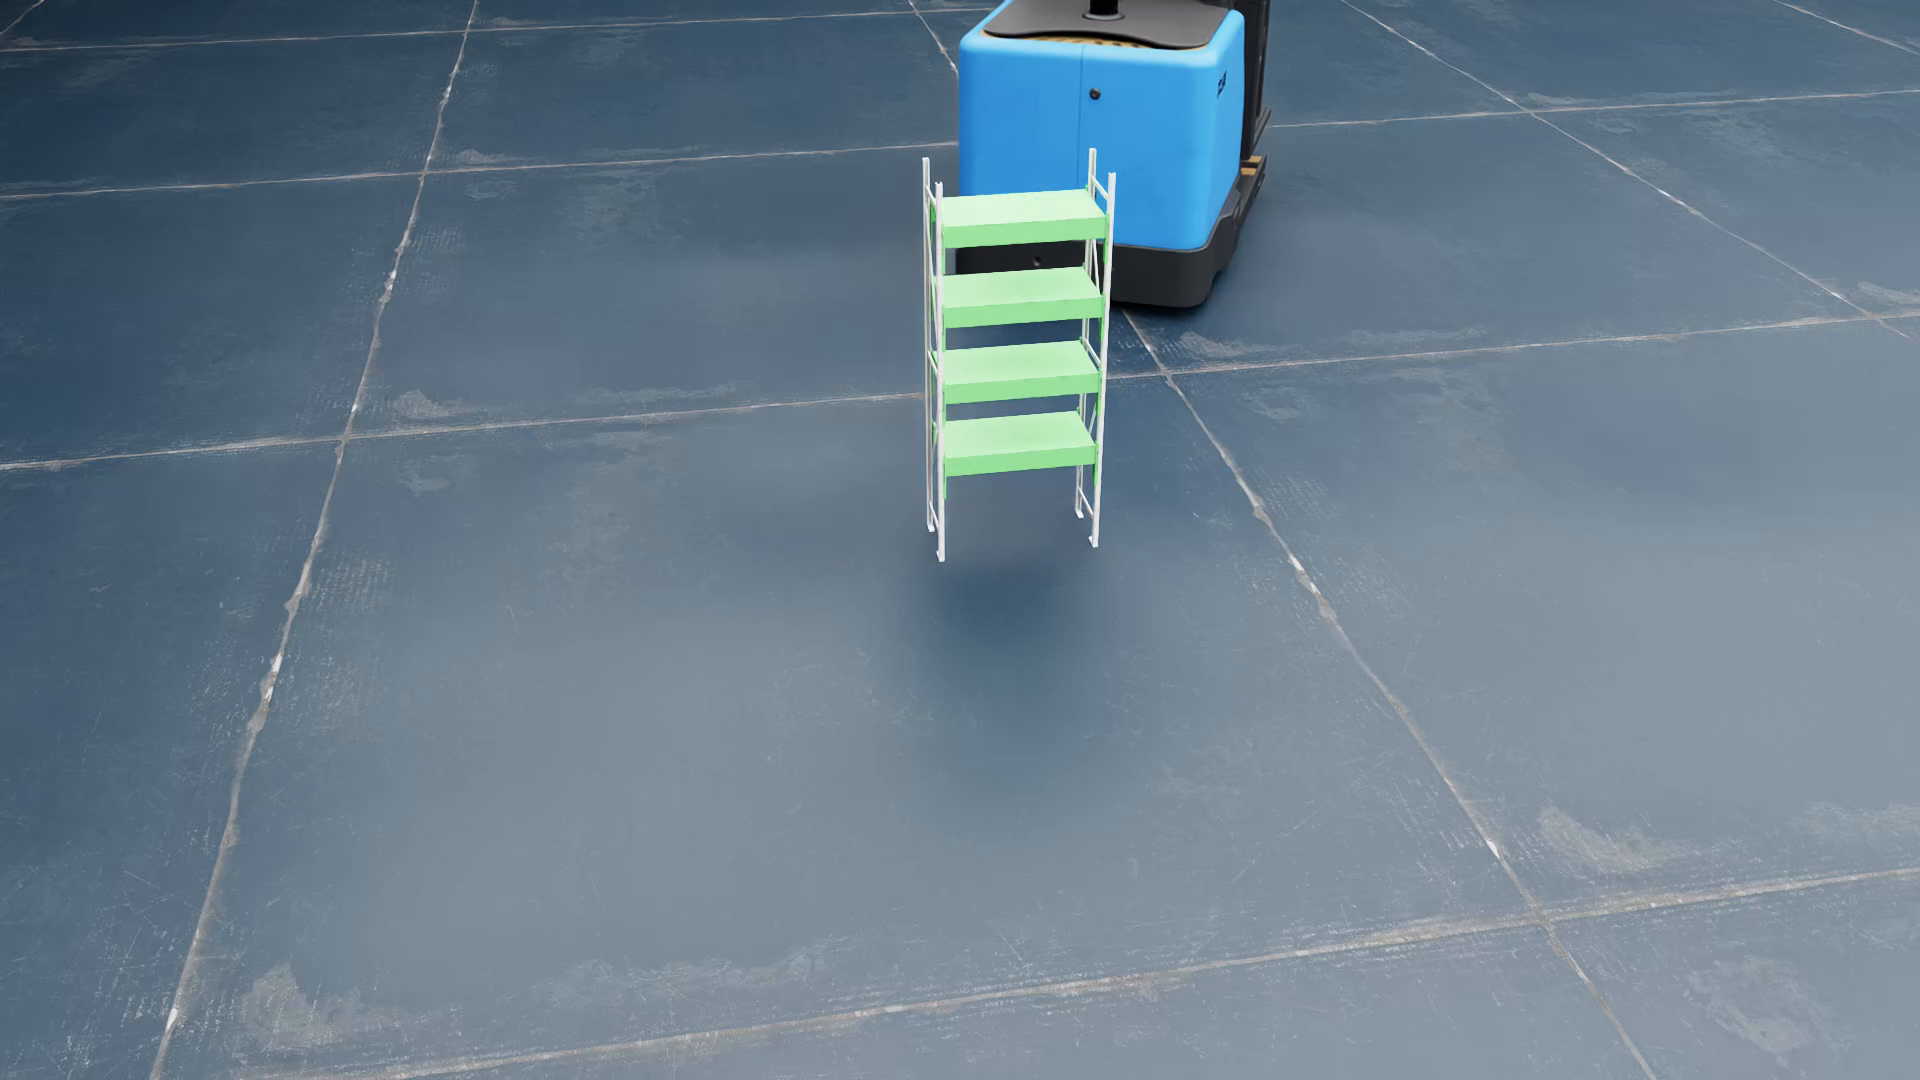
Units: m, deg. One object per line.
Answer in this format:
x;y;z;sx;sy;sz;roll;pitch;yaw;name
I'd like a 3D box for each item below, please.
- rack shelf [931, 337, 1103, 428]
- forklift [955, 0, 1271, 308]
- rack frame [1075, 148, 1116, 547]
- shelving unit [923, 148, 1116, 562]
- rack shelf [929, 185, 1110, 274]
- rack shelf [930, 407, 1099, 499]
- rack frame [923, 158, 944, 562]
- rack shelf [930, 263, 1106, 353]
0.163;-0.477;5.004;0.480;0.148;0.258;-5;31;-9;rack shelf
0.880;-2.935;7.350;1.130;2.935;3.031;8;31;14;forklift
0.403;-0.555;5.009;0.015;1.200;0.240;-5;31;-9;rack frame
0.163;-0.532;4.972;0.503;1.200;0.258;-5;31;-9;shelving unit
0.163;-0.891;4.761;0.480;0.148;0.258;-5;31;-9;rack shelf
0.163;-0.270;5.126;0.480;0.148;0.258;-5;31;-9;rack shelf
-0.077;-0.510;4.934;0.015;1.200;0.240;-5;31;-9;rack frame
0.163;-0.684;4.882;0.480;0.148;0.258;-5;31;-9;rack shelf
